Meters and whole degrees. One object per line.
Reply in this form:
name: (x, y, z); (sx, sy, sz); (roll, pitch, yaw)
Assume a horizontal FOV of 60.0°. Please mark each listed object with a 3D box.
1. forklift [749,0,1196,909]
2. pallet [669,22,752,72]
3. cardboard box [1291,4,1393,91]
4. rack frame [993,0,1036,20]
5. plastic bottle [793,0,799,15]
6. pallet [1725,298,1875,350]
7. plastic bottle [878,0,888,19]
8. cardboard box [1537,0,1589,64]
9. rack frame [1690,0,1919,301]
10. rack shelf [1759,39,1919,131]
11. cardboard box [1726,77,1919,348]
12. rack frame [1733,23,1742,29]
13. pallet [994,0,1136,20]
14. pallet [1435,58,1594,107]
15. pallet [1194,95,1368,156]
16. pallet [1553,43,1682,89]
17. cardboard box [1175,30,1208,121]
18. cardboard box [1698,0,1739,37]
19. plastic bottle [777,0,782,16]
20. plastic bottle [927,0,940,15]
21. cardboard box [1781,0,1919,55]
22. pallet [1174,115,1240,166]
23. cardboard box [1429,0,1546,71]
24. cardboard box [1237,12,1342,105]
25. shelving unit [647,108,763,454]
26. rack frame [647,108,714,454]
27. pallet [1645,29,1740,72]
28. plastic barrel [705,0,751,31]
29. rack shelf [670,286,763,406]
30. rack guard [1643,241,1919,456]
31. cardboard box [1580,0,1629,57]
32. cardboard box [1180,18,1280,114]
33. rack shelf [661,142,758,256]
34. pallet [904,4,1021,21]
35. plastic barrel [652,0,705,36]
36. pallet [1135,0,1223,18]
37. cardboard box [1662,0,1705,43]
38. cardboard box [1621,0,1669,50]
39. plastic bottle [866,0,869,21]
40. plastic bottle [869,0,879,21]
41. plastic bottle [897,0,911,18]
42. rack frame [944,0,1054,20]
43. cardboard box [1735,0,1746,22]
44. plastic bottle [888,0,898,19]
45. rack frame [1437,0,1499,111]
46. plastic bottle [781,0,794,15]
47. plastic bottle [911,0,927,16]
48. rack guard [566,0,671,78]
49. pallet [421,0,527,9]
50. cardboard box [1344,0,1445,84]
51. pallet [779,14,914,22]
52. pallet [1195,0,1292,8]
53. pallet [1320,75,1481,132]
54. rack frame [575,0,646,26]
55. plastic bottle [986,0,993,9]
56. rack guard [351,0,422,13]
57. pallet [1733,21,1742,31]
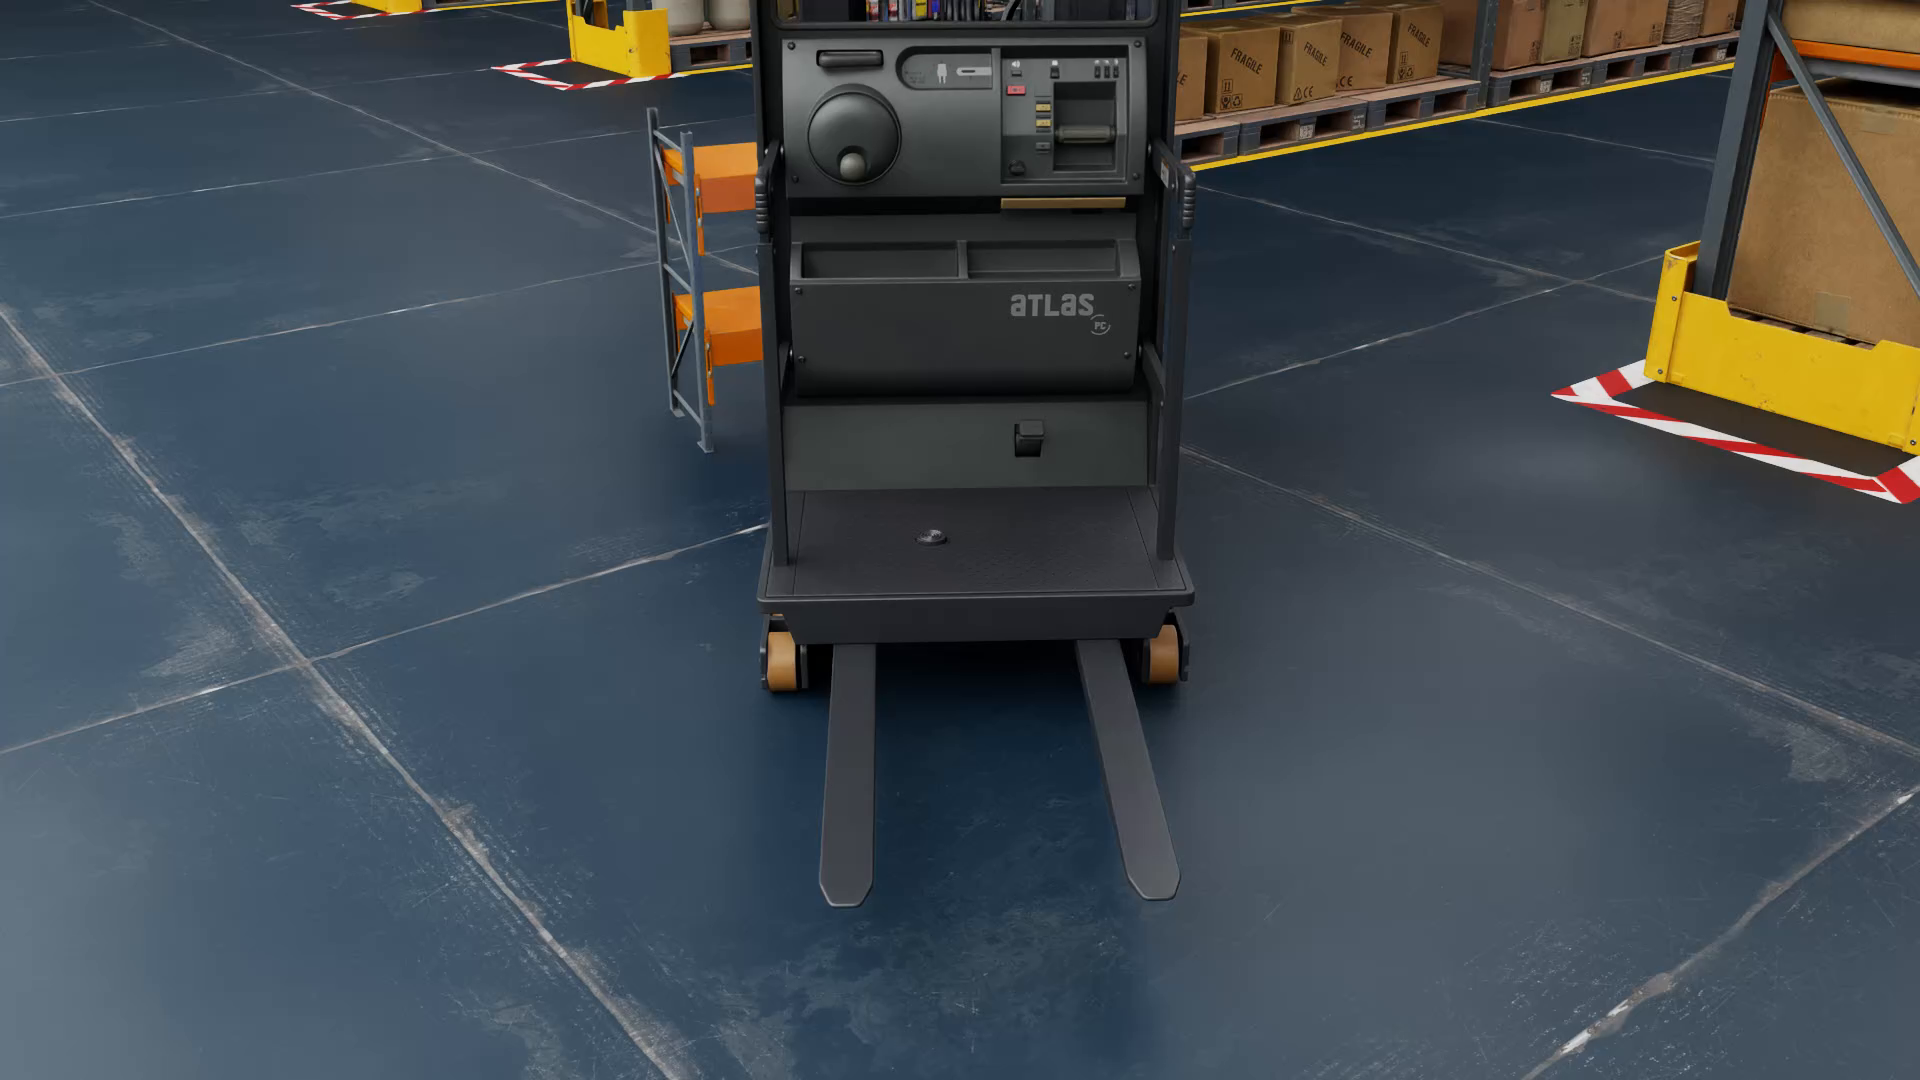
forklift: (0.024, -1.065, 4.062); (1.130, 2.935, 3.031); (-1, 25, -2)
pallet: (-2.130, -4.172, 13.989); (1.213, 0.211, 1.003); (-18, 31, -34)
cardboard box: (2.615, -3.405, 11.495); (0.500, 0.500, 0.500); (-9, 26, -18)
rack frame: (0.344, -6.231, 15.113); (0.127, 3.000, 1.000); (-18, 31, -34)
plastic bottle: (-1.414, -4.835, 14.818); (0.135, 0.276, 0.152); (-18, 30, -34)
pallet: (3.815, -0.851, 6.833); (1.213, 0.211, 1.003); (-18, 31, -34)
plastic bottle: (-0.677, -4.690, 14.510); (0.097, 0.271, 0.097); (0, 25, 0)
cardboard box: (4.284, -3.926, 12.593); (0.500, 0.500, 0.700); (-18, 31, -34)
rack frame: (3.234, -1.882, 5.742); (0.127, 3.000, 1.000); (-18, 31, -34)
rack shelf: (4.808, -2.075, 7.013); (4.000, 0.370, 1.077); (-18, 31, -34)
cardboard box: (3.727, -1.307, 6.528); (0.875, 0.875, 0.875); (-18, 30, -34)
rack frame: (6.548, -5.630, 13.817); (0.127, 3.000, 1.000); (-18, 31, -34)
pallet: (0.938, -5.183, 16.168); (1.213, 0.211, 1.003); (-18, 31, -34)
pallet: (4.012, -3.528, 12.602); (1.213, 0.211, 1.003); (-18, 31, -34)
pallet: (1.933, -2.821, 11.077); (1.213, 0.211, 1.003); (-18, 31, -34)
pallet: (4.973, -3.847, 13.289); (1.213, 0.211, 1.003); (-18, 31, -34)
cardboard box: (1.204, -2.931, 10.474); (0.500, 0.500, 0.500); (-10, 27, -21)
cardboard box: (6.033, -4.515, 13.861); (0.500, 0.500, 0.700); (-20, 32, -37)
plastic bottle: (-1.629, -4.745, 14.712); (0.097, 0.201, 0.097); (0, 25, 0)
plastic bottle: (-0.238, -4.830, 14.798); (0.133, 0.283, 0.061); (-16, 29, -31)
cardboard box: (3.498, -2.062, 5.951); (0.550, 0.550, 0.875); (-18, 31, -34)
pallet: (0.974, -2.506, 10.398); (1.213, 0.211, 1.003); (-18, 31, -34)
cardboard box: (3.897, -3.809, 12.340); (0.500, 0.500, 0.700); (-21, 32, -38)
cardboard box: (2.175, -3.218, 11.091); (0.500, 0.500, 0.500); (-22, 33, -38)
shelving unit: (-0.523, -1.001, 6.071); (1.048, 1.125, 0.538); (-10, 27, -21)
rack frame: (-0.989, -0.916, 5.886); (0.032, 1.125, 0.500); (-10, 27, -21)
pallet: (5.932, -4.162, 13.968); (1.213, 0.211, 1.003); (-18, 31, -34)
plastic barrel: (-1.938, -4.581, 14.013); (0.421, 0.512, 0.421); (0, 25, 0)
rack shelf: (-0.523, -0.779, 6.173); (1.000, 0.278, 0.538); (-10, 27, -21)
rack guard: (3.215, -0.742, 6.255); (0.348, 0.500, 1.175); (-18, 31, -34)
cardboard box: (4.724, -4.072, 12.907); (0.500, 0.500, 0.700); (-21, 32, -38)
cardboard box: (1.708, -3.088, 10.810); (0.500, 0.500, 0.500); (-15, 29, -29)
rack shelf: (-0.523, -1.267, 5.948); (1.000, 0.278, 0.538); (-10, 27, -21)
pallet: (-0.210, -4.806, 15.354); (1.213, 0.211, 1.003); (-18, 31, -34)
plastic barrel: (-2.333, -4.451, 13.733); (0.421, 0.512, 0.421); (0, 25, 0)
pallet: (1.899, -5.502, 16.854); (1.213, 0.211, 1.003); (-18, 31, -34)
cardboard box: (5.605, -4.366, 13.542); (0.500, 0.500, 0.700); (-21, 32, -38)
cardboard box: (5.163, -4.217, 13.219); (0.500, 0.500, 0.700); (-15, 29, -30)
plastic bottle: (-0.836, -4.637, 14.396); (0.097, 0.271, 0.097); (0, 25, 0)
plastic bottle: (-0.758, -4.631, 14.467); (0.097, 0.201, 0.097); (0, 25, 0)
plastic bottle: (-0.520, -4.758, 14.652); (0.135, 0.276, 0.152); (-18, 30, -33)
rack frame: (0.253, -3.551, 9.339); (0.127, 3.000, 1.000); (-18, 31, -34)
cardboard box: (7.104, -5.029, 14.547); (0.875, 0.875, 1.225); (-20, 32, -36)
plastic bottle: (-0.596, -4.684, 14.582); (0.097, 0.201, 0.097); (0, 25, 0)
rack frame: (3.400, -4.591, 11.578); (0.127, 3.000, 1.000); (-18, 31, -34)
plastic bottle: (-1.548, -4.818, 14.773); (0.133, 0.283, 0.061); (-17, 30, -33)
plastic bottle: (-0.390, -4.833, 14.724); (0.185, 0.351, 0.144); (-18, 31, -34)
rack guard: (-2.773, -4.094, 13.477); (0.348, 0.500, 1.175); (-18, 31, -34)
pallet: (-5.281, -5.782, 17.457); (1.213, 0.211, 1.003); (-18, 31, -34)
cardboard box: (3.061, -3.557, 11.821); (0.500, 0.500, 0.500); (-19, 31, -36)
pallet: (-1.171, -4.487, 14.668); (1.213, 0.211, 1.003); (-18, 31, -34)
pallet: (2.858, -5.817, 17.533); (1.213, 0.211, 1.003); (-18, 31, -34)
pallet: (2.894, -3.139, 11.764); (1.213, 0.211, 1.003); (-18, 31, -34)
rack frame: (-2.803, -5.192, 12.875); (0.127, 3.000, 1.000); (-18, 31, -34)
plastic bottle: (0.251, -4.964, 15.184); (0.097, 0.201, 0.097); (0, 25, 0)
rack guard: (-5.876, -5.694, 16.925); (0.348, 0.500, 1.175); (-18, 31, -34)
pallet: (7.215, -4.545, 14.791); (1.213, 0.211, 1.003); (-18, 31, -34)
